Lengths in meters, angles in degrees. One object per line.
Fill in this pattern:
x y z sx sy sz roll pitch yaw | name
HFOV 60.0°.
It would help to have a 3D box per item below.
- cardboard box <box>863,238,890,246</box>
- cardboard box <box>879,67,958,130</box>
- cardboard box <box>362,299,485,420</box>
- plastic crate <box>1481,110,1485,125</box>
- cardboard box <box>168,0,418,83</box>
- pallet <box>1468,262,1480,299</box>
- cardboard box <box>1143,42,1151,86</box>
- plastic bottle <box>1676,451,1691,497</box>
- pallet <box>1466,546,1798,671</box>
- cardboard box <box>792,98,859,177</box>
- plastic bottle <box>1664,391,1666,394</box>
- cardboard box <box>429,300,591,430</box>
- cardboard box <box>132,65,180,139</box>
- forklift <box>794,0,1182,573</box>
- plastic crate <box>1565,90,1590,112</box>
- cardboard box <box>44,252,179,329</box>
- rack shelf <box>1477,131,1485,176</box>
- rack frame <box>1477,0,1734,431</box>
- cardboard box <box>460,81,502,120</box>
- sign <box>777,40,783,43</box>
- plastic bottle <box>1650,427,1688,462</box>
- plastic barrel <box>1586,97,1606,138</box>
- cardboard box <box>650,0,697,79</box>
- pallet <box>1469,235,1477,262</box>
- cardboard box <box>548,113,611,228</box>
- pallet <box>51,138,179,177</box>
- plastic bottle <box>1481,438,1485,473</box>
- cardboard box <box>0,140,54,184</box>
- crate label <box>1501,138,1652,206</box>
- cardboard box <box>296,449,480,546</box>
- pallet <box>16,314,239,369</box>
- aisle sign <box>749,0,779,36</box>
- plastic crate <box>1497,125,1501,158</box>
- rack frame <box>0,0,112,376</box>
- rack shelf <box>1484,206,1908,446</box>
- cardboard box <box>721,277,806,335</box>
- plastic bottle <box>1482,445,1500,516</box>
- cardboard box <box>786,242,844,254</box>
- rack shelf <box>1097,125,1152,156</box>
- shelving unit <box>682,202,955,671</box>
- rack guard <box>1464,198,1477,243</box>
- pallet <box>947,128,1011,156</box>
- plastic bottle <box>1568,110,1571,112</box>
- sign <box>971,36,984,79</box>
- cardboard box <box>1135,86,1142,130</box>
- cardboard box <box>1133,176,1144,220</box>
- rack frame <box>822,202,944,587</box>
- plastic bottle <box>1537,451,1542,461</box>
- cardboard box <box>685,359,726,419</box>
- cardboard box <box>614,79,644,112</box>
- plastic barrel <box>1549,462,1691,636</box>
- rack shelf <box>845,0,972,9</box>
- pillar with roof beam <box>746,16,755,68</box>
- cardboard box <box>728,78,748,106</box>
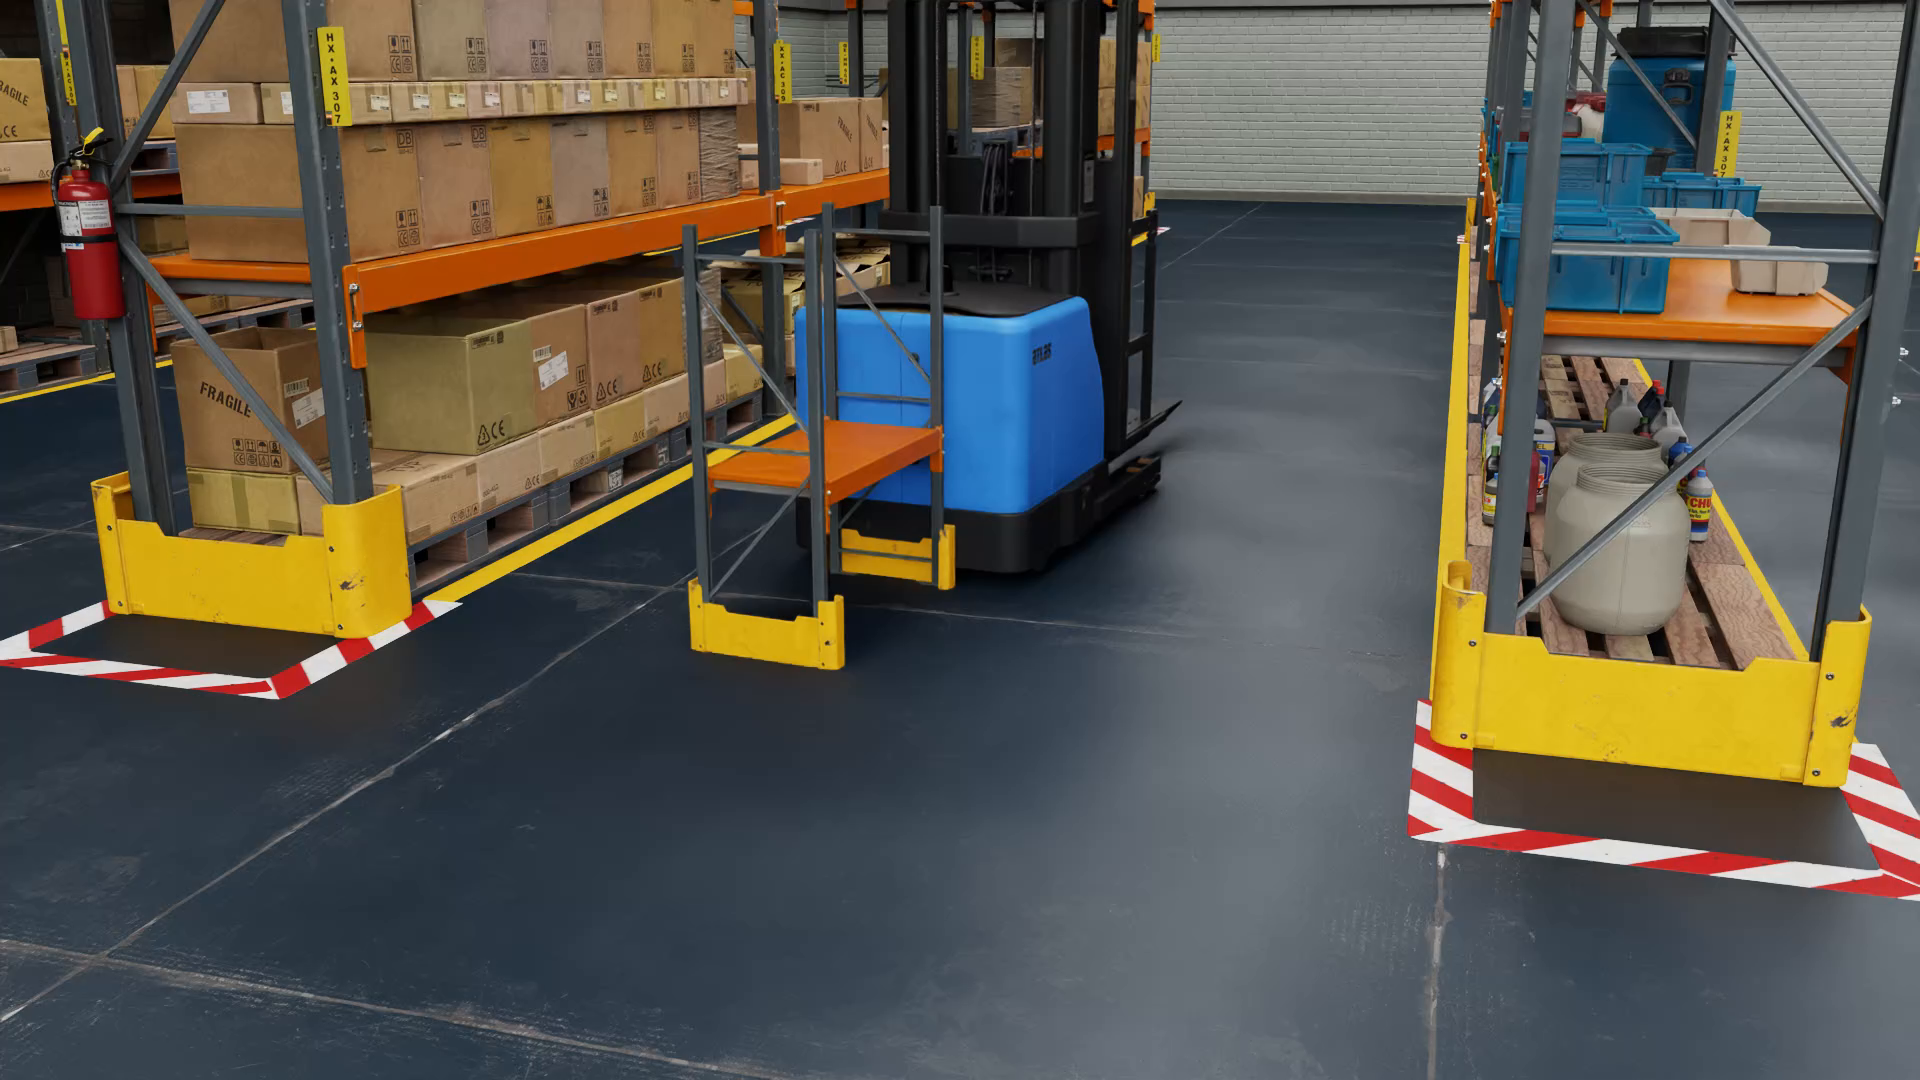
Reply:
-0.451 -2.125 12.565 0.500 0.311 0.500 4 16 15 | cardboard box
-0.325 -3.692 13.896 0.700 0.500 0.500 -1 16 -3 | cardboard box
-2.533 -0.841 7.694 0.500 0.500 0.500 5 16 16 | cardboard box
5.865 -4.541 18.039 0.416 0.233 0.300 5 16 16 | plastic crate
-2.510 -1.983 6.261 0.700 0.500 0.500 5 16 16 | cardboard box
5.229 -2.390 15.367 1.003 0.211 1.213 5 16 16 | pallet
2.014 -5.753 20.099 0.500 0.500 0.500 4 16 15 | cardboard box
2.990 -0.229 6.834 0.097 0.271 0.097 0 16 0 | plastic bottle
2.291 0.316 5.830 1.003 0.211 1.213 5 16 16 | pallet
-1.007 -2.738 11.304 0.500 0.500 0.500 5 16 16 | cardboard box
3.395 -0.590 8.085 0.061 0.283 0.133 5 17 19 | plastic bottle
-2.034 -0.801 7.552 0.500 0.500 0.500 5 16 16 | cardboard box
-5.941 -3.141 11.917 0.700 0.500 0.500 6 17 22 | cardboard box
0.344 -1.636 7.726 1.130 2.935 3.031 6 17 22 | forklift
5.983 -4.204 16.425 0.402 0.464 0.583 5 16 16 | plastic crate
-6.090 -1.808 11.981 0.700 0.500 0.500 5 17 18 | cardboard box
6.057 -4.107 17.630 1.077 0.370 4.000 5 16 16 | rack shelf
3.215 -1.837 8.308 1.000 3.000 0.127 5 16 16 | rack frame
-2.133 -1.822 6.883 0.380 0.149 0.250 4 16 15 | cardboard box
-2.357 -6.370 21.734 0.100 0.325 0.005 5 16 16 | sign
3.112 -0.370 7.323 0.152 0.276 0.135 5 17 17 | plastic bottle
3.906 -2.327 9.789 0.433 0.535 0.433 0 16 0 | plastic barrel
-1.796 -2.645 8.598 0.700 0.500 0.500 5 16 16 | cardboard box
6.005 -3.104 17.885 1.003 0.211 1.213 5 16 16 | pallet
-2.088 -1.750 7.818 0.700 0.500 0.500 5 17 18 | cardboard box
-5.927 -2.701 11.708 1.003 0.211 1.213 5 16 16 | pallet
2.431 -0.402 7.570 0.097 0.201 0.097 0 16 0 | plastic bottle
-6.128 -2.395 10.515 0.500 0.250 0.500 5 16 16 | cardboard box
2.342 -1.310 6.385 0.502 0.435 0.616 5 16 16 | crate label
-2.304 -0.178 6.728 0.500 0.250 0.500 5 16 16 | cardboard box
-6.064 -1.467 12.116 1.003 0.211 1.213 5 16 16 | pallet
-2.565 -6.991 21.715 0.394 0.787 0.004 5 16 16 | aisle sign
3.230 -2.142 9.413 0.392 0.384 0.575 5 16 16 | plastic crate
-6.284 -2.605 11.017 1.000 3.000 0.127 5 16 16 | rack frame
2.647 -0.967 6.561 1.077 0.370 4.000 5 16 16 | rack shelf
-1.177 -1.460 10.220 0.500 0.311 0.500 5 16 16 | cardboard box
2.196 -0.242 6.856 0.061 0.283 0.133 5 17 17 | plastic bottle
-1.115 -2.032 12.237 0.500 0.311 0.500 4 16 14 | cardboard box
1.309 -4.492 18.988 1.077 0.370 4.000 5 16 16 | rack shelf
-0.491 -0.434 6.112 0.587 1.500 1.083 6 17 22 | shelving unit
6.620 -3.781 19.743 1.175 0.500 0.348 5 16 16 | rack guard
-0.271 -3.359 14.026 1.213 0.211 1.003 5 16 16 | pallet
5.350 -3.603 14.625 0.144 0.351 0.185 5 16 16 | plastic bottle
0.137 -3.783 13.049 0.100 0.325 0.005 5 16 16 | sign
1.867 -5.135 19.754 0.500 0.500 0.500 5 17 16 | cardboard box
1.959 -4.209 20.447 0.500 0.500 0.500 5 16 16 | cardboard box
-0.299 -0.560 6.556 0.500 1.500 0.032 6 17 22 | rack frame
2.489 -0.316 7.268 0.097 0.201 0.097 0 16 0 | plastic bottle
-1.607 -0.833 9.038 0.500 0.250 0.500 5 16 16 | cardboard box
-1.767 -2.162 8.083 0.380 0.149 0.250 5 17 17 | cardboard box
2.192 0.026 5.529 0.421 0.512 0.421 0 16 0 | plastic barrel
-0.965 -3.842 11.199 1.077 0.370 4.000 5 16 16 | rack shelf
1.192 -9.070 22.817 9.100 9.000 0.400 5 16 16 | pillar with roof beam
-1.405 -2.494 9.254 0.380 0.149 0.250 5 16 16 | cardboard box
